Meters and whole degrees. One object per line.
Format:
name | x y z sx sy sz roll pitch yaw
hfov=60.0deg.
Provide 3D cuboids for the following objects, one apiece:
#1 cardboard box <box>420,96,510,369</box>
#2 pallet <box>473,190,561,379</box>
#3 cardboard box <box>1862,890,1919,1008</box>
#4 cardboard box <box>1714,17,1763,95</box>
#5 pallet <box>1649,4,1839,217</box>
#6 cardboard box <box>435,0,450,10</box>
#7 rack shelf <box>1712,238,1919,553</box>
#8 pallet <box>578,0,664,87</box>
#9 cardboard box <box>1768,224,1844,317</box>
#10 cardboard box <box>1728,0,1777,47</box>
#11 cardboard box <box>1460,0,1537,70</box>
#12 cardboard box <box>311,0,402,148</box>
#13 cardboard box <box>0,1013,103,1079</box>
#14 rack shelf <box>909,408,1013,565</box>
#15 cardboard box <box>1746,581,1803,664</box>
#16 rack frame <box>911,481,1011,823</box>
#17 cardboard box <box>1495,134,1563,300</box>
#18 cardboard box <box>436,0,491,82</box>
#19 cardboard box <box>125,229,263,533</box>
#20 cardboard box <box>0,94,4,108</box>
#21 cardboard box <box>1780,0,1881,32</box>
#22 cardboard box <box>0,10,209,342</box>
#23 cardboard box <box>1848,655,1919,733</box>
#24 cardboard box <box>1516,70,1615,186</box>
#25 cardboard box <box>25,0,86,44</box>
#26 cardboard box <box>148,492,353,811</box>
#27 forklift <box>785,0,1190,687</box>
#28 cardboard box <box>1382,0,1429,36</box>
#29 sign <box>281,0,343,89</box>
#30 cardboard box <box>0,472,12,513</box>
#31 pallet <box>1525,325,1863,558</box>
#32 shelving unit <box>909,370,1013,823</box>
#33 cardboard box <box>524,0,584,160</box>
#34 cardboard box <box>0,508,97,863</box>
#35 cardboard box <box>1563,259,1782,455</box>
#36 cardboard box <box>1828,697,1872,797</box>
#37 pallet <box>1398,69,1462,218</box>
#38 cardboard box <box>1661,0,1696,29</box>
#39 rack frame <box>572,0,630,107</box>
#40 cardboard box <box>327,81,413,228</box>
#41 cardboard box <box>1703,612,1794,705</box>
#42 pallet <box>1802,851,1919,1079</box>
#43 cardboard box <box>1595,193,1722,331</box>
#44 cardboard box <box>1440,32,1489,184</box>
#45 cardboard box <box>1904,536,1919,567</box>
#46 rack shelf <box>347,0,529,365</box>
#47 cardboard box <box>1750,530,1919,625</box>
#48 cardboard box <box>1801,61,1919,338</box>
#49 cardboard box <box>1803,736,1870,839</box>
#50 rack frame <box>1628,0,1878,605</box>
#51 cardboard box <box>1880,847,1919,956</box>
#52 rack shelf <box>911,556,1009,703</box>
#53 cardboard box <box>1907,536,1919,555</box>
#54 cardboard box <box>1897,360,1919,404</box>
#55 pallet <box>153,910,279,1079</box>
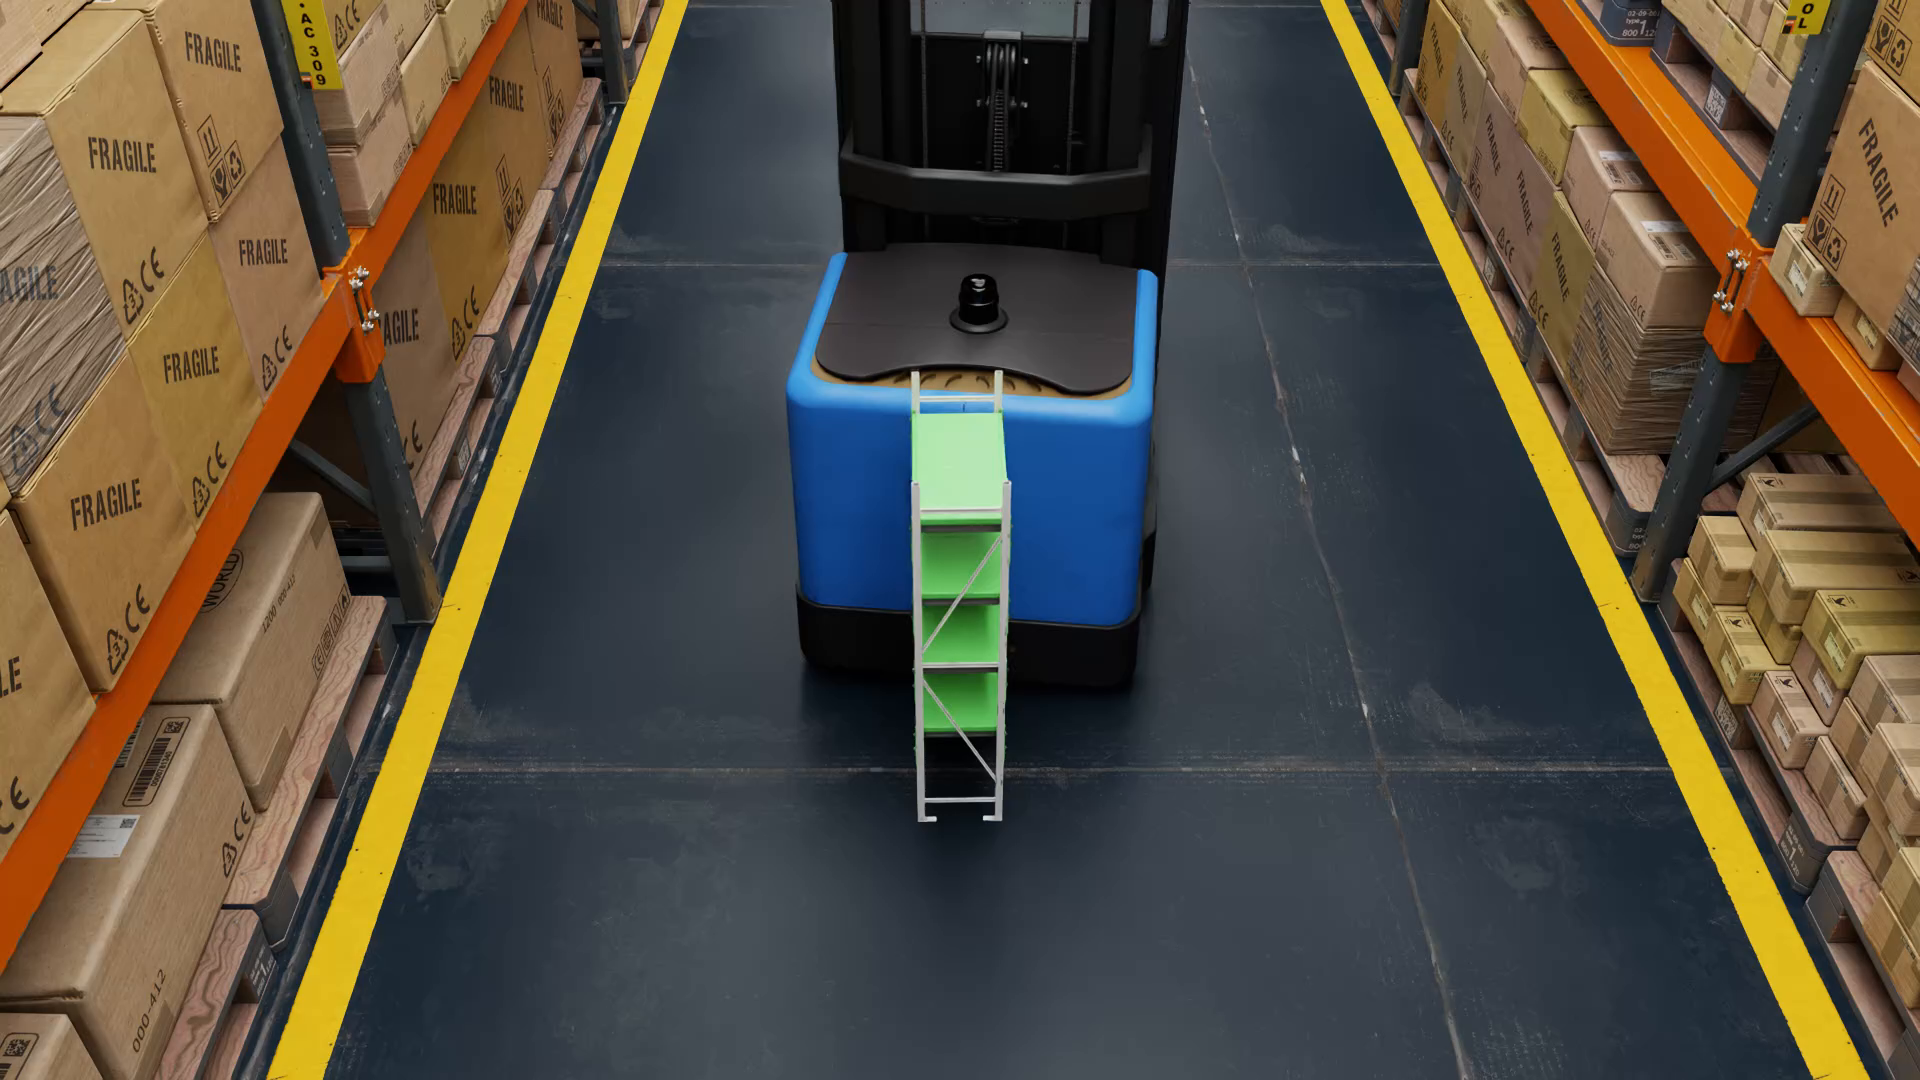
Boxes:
cardboard box | -2.297 -1.216 6.232 0.875 0.875 0.875 1 39 1
pallet | -2.288 -1.088 6.939 1.003 0.211 1.213 0 39 0
cardboard box | 2.464 0.992 4.057 0.380 0.149 0.250 -1 39 -1
cardboard box | 2.543 -1.472 5.054 0.380 0.149 0.250 0 39 0
pallet | 2.887 -1.399 5.250 1.003 0.211 1.213 0 39 0
cardboard box | -1.929 -1.982 5.545 0.500 0.250 0.500 0 39 1
rack shelf | 2.745 0.536 3.258 1.077 0.370 4.000 0 39 0
pallet | -2.211 -2.831 9.114 1.003 0.211 1.213 0 39 0
cardboard box | 2.416 -0.720 4.451 0.380 0.149 0.250 1 39 2
cardboard box | 2.543 -1.591 4.964 0.380 0.149 0.250 0 39 0
cardboard box | 2.497 -2.230 7.197 0.500 0.250 0.500 0 39 -1
cardboard box | -1.926 -1.341 4.745 0.500 0.250 0.500 -1 39 -1
cardboard box | -2.313 1.423 3.288 0.875 0.438 0.875 1 39 1
rack shelf | -0.003 -0.146 4.306 0.258 0.148 0.480 -1 39 -1
cardboard box | 2.513 0.222 4.780 0.380 0.149 0.250 0 39 0
rack frame | 0.001 0.332 4.376 0.240 1.200 0.015 -1 39 -1
cardboard box | 2.493 -1.288 6.622 0.500 0.500 0.500 -1 39 -1
cardboard box | -1.931 -1.790 5.705 0.500 0.250 0.500 0 39 0
cardboard box | -1.945 -0.356 3.716 0.500 0.500 0.500 -1 39 -1
cardboard box | -1.952 -0.783 2.930 0.380 0.149 0.250 0 39 0
cardboard box | 2.547 -1.545 4.668 0.380 0.149 0.250 2 39 2
cardboard box | -1.938 -0.746 3.403 0.500 0.500 0.500 -1 39 -1
cardboard box | 2.549 0.430 4.283 0.380 0.149 0.250 -1 39 -1
cardboard box | 2.487 -1.594 6.404 0.500 0.250 0.500 -2 39 -2
cardboard box | -2.007 -1.098 3.323 0.380 0.149 0.250 0 39 0
cardboard box | -2.314 0.300 4.690 0.875 0.438 0.875 -1 39 -1
forklift | 0.180 -1.608 5.413 1.130 2.935 3.031 4 39 5
cardboard box | 2.827 -3.164 8.763 1.050 0.750 0.750 -1 39 -1
sign | -1.652 -1.299 4.217 0.100 0.325 0.005 0 39 0
cardboard box | -1.936 -0.114 2.614 0.500 0.500 0.500 0 39 0
pallet | 2.740 -0.394 6.073 1.003 0.211 1.213 0 39 0
shelving unit | -0.004 0.179 4.567 0.258 1.200 0.503 -1 39 -1
cardboard box | -2.294 -2.333 7.626 0.875 0.875 0.875 0 39 0
cardboard box | -1.945 0.285 2.915 0.500 0.500 0.500 1 39 1
cardboard box | 2.490 -0.647 5.821 0.500 0.500 0.500 -1 39 -1
cardboard box | 2.547 0.543 4.380 0.380 0.149 0.250 -2 39 -2
pallet | 2.737 -1.920 7.977 1.003 0.211 1.213 0 39 0
cardboard box | 2.545 -1.785 5.444 0.380 0.149 0.250 -2 39 -2
rack frame | -2.212 -3.430 7.632 1.000 3.000 0.127 0 39 0
cardboard box | -1.944 -1.146 4.901 0.500 0.250 0.500 -1 39 -1
cardboard box | 2.422 0.347 4.862 0.380 0.149 0.250 1 39 1
pallet | 2.783 1.277 3.987 1.003 0.211 1.213 0 39 0
cardboard box | 2.489 -0.942 5.591 0.500 0.250 0.500 -1 39 -1
cardboard box | 2.488 -1.929 7.421 0.500 0.500 0.500 0 39 0
cardboard box | 3.061 0.034 5.015 0.380 0.149 0.250 1 39 1
rack shelf | -2.210 -1.899 6.296 1.077 0.370 4.000 0 39 0
cardboard box | 2.477 0.109 4.684 0.380 0.149 0.250 2 39 2
cardboard box | 2.491 -0.841 4.083 0.500 0.500 0.500 -1 39 -1
cardboard box | 2.524 0.661 4.470 0.380 0.149 0.250 -1 39 -1
rack frame | 2.742 -0.996 4.594 1.000 3.000 0.127 0 39 0
cardboard box | 2.460 0.873 3.968 0.380 0.149 0.250 0 39 0
rack shelf | -0.004 0.229 4.607 0.258 0.148 0.480 -1 39 -1
cardboard box | 3.003 -0.057 4.891 0.380 0.149 0.250 1 39 1
cardboard box | 2.543 -0.392 4.041 0.380 0.149 0.250 -2 39 -2
pallet | -2.281 1.400 3.835 1.003 0.211 1.213 0 39 0
